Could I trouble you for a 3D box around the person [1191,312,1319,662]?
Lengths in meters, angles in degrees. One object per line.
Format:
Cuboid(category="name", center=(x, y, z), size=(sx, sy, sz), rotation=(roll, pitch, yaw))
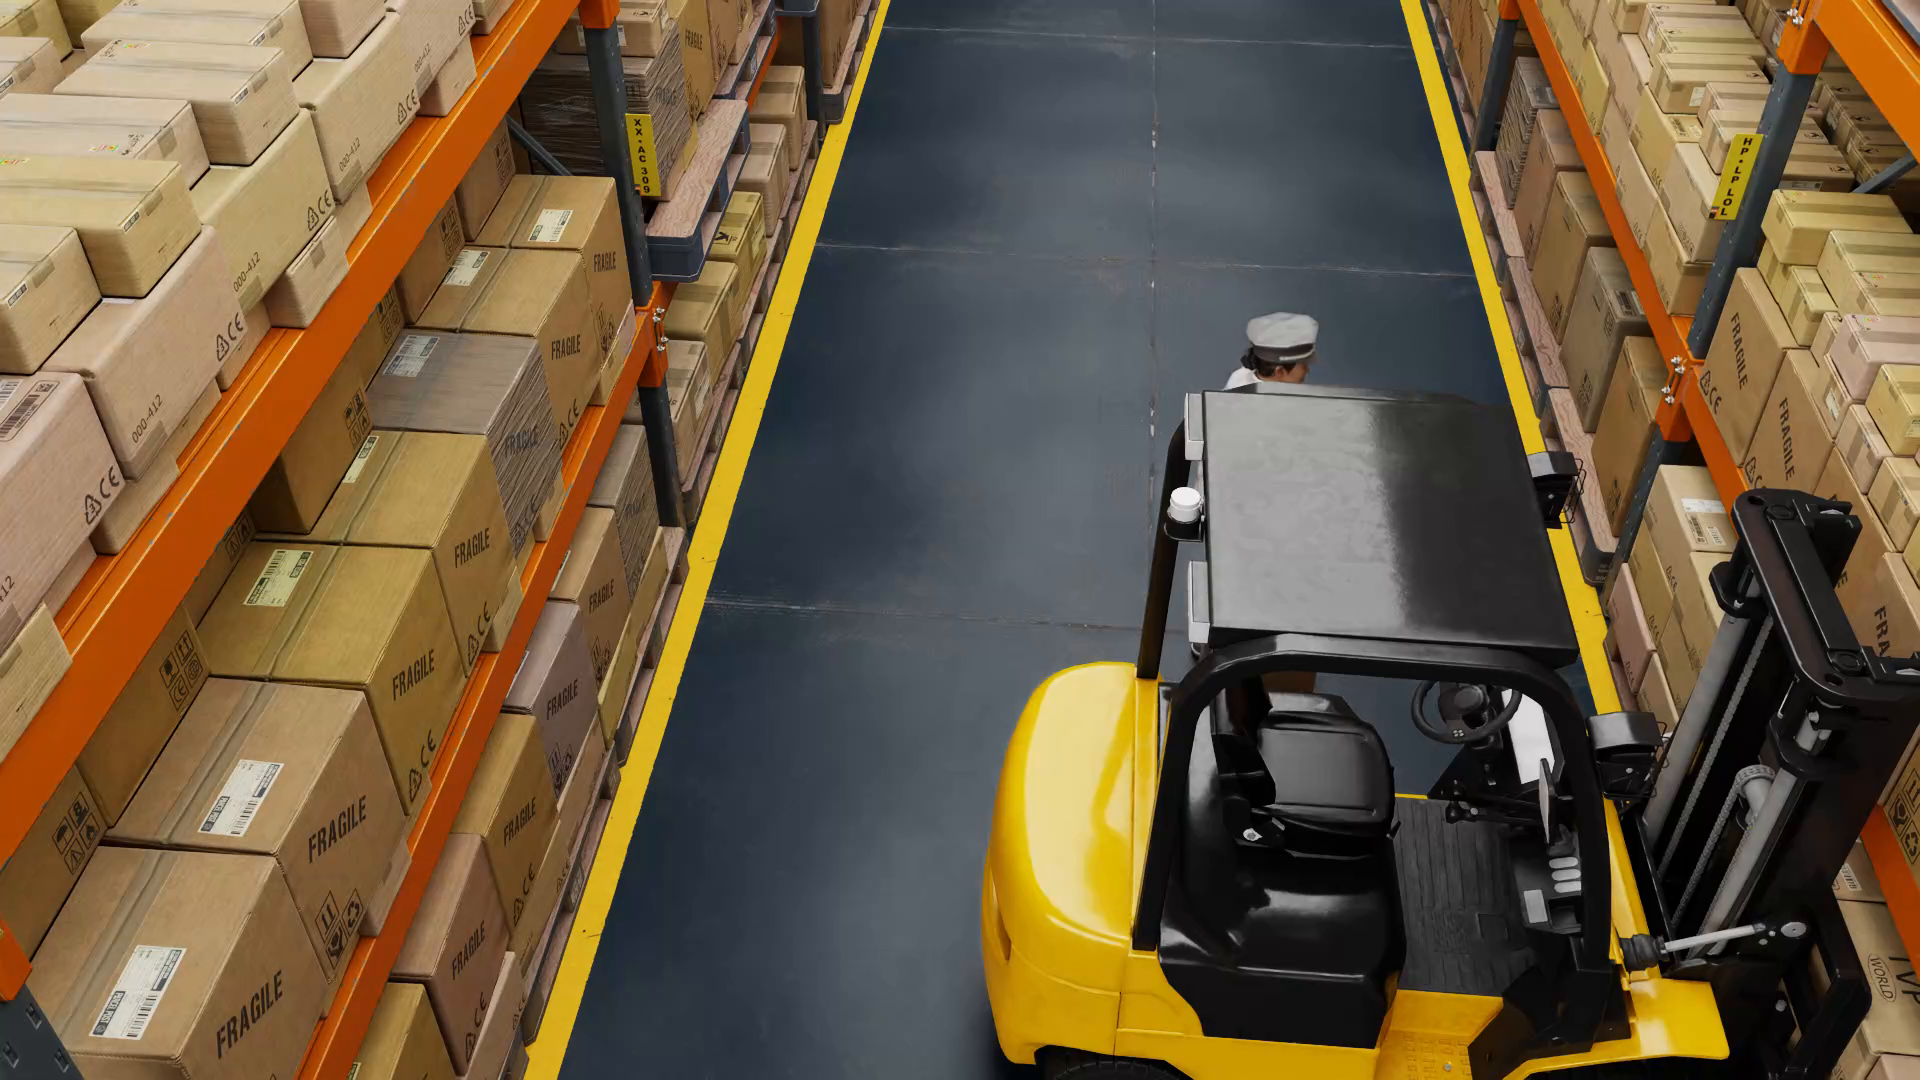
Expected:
Cuboid(category="person", center=(1.071, -0.106, 6.279), size=(0.374, 1.662, 0.528), rotation=(3, 40, 4))
